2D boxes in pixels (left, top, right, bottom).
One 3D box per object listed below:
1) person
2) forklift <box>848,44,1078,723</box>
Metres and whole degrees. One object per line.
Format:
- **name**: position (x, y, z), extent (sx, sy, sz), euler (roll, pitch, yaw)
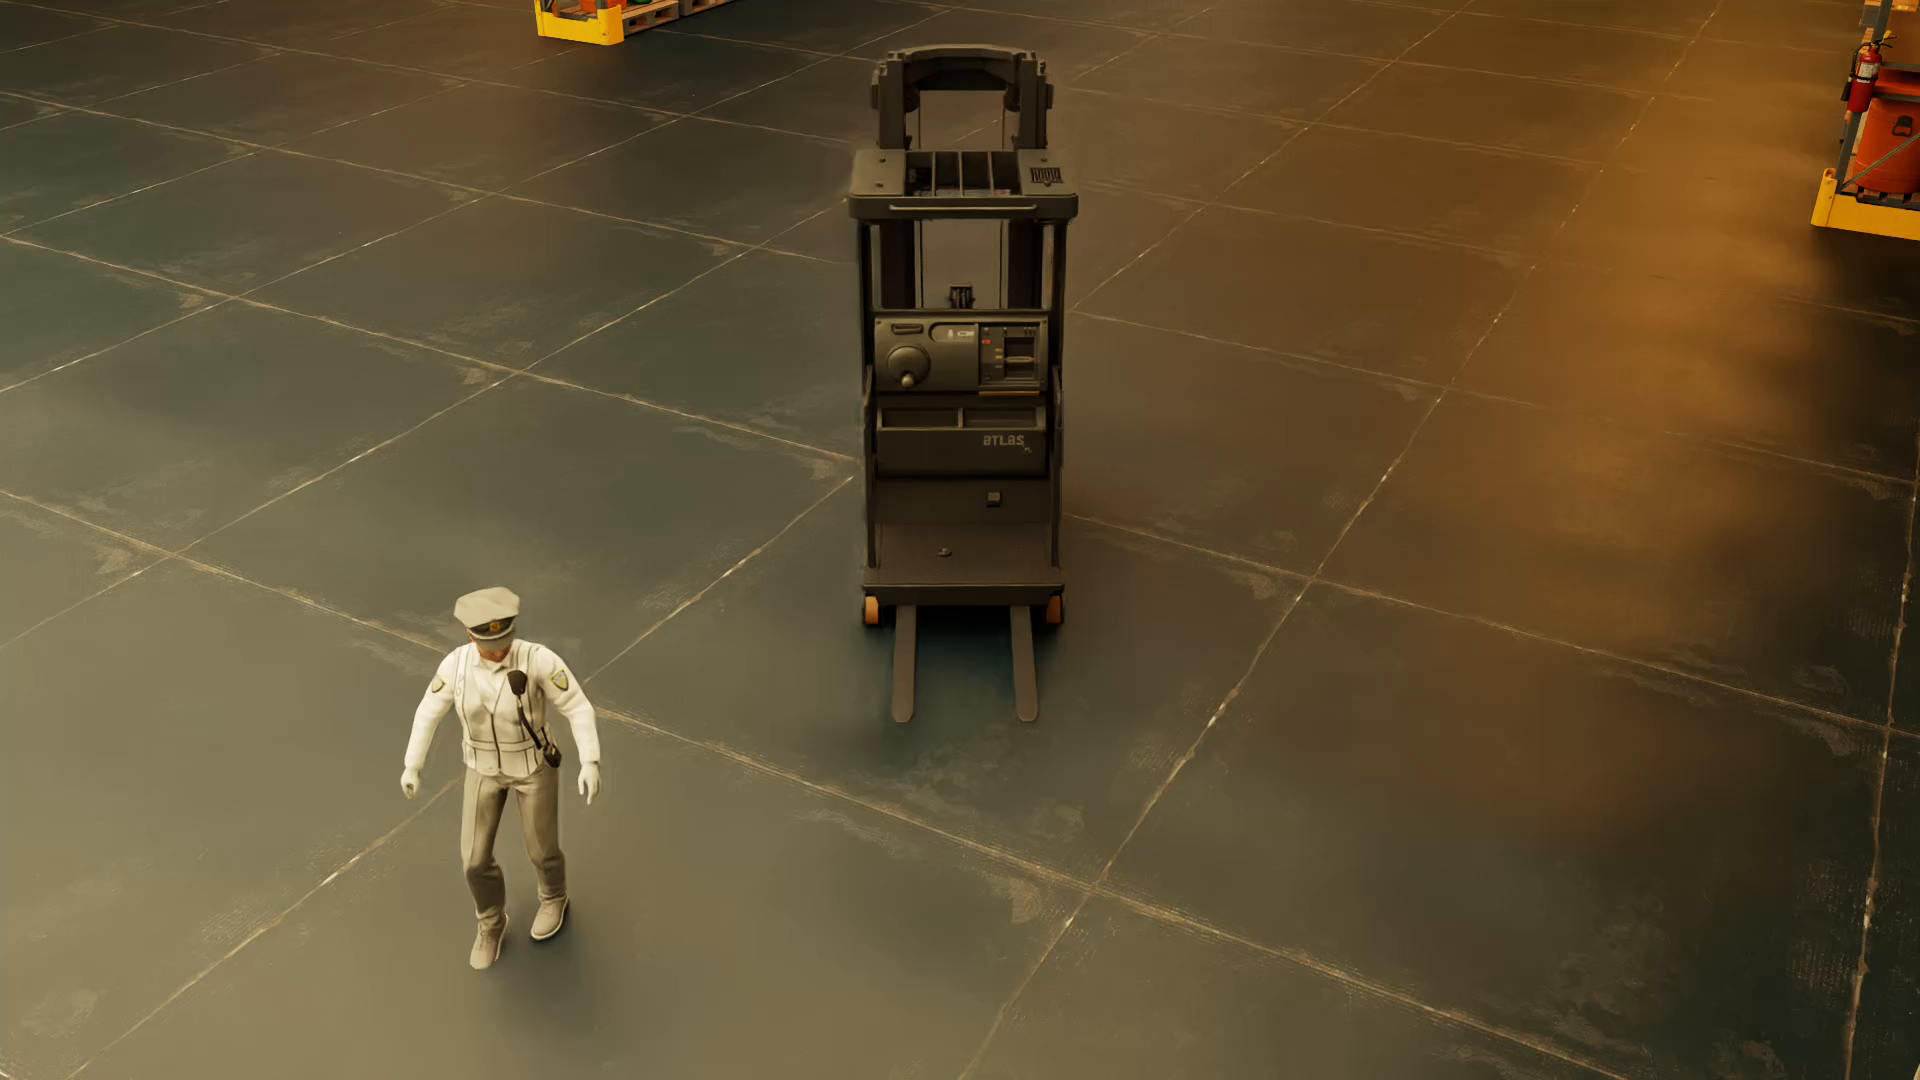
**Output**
- **person**: position (-1.823, 0.988, 6.701), extent (0.873, 1.694, 0.480), euler (2, 30, 4)
- **forklift**: position (0.013, -0.954, 8.724), extent (1.130, 2.935, 3.031), euler (0, 30, 0)
